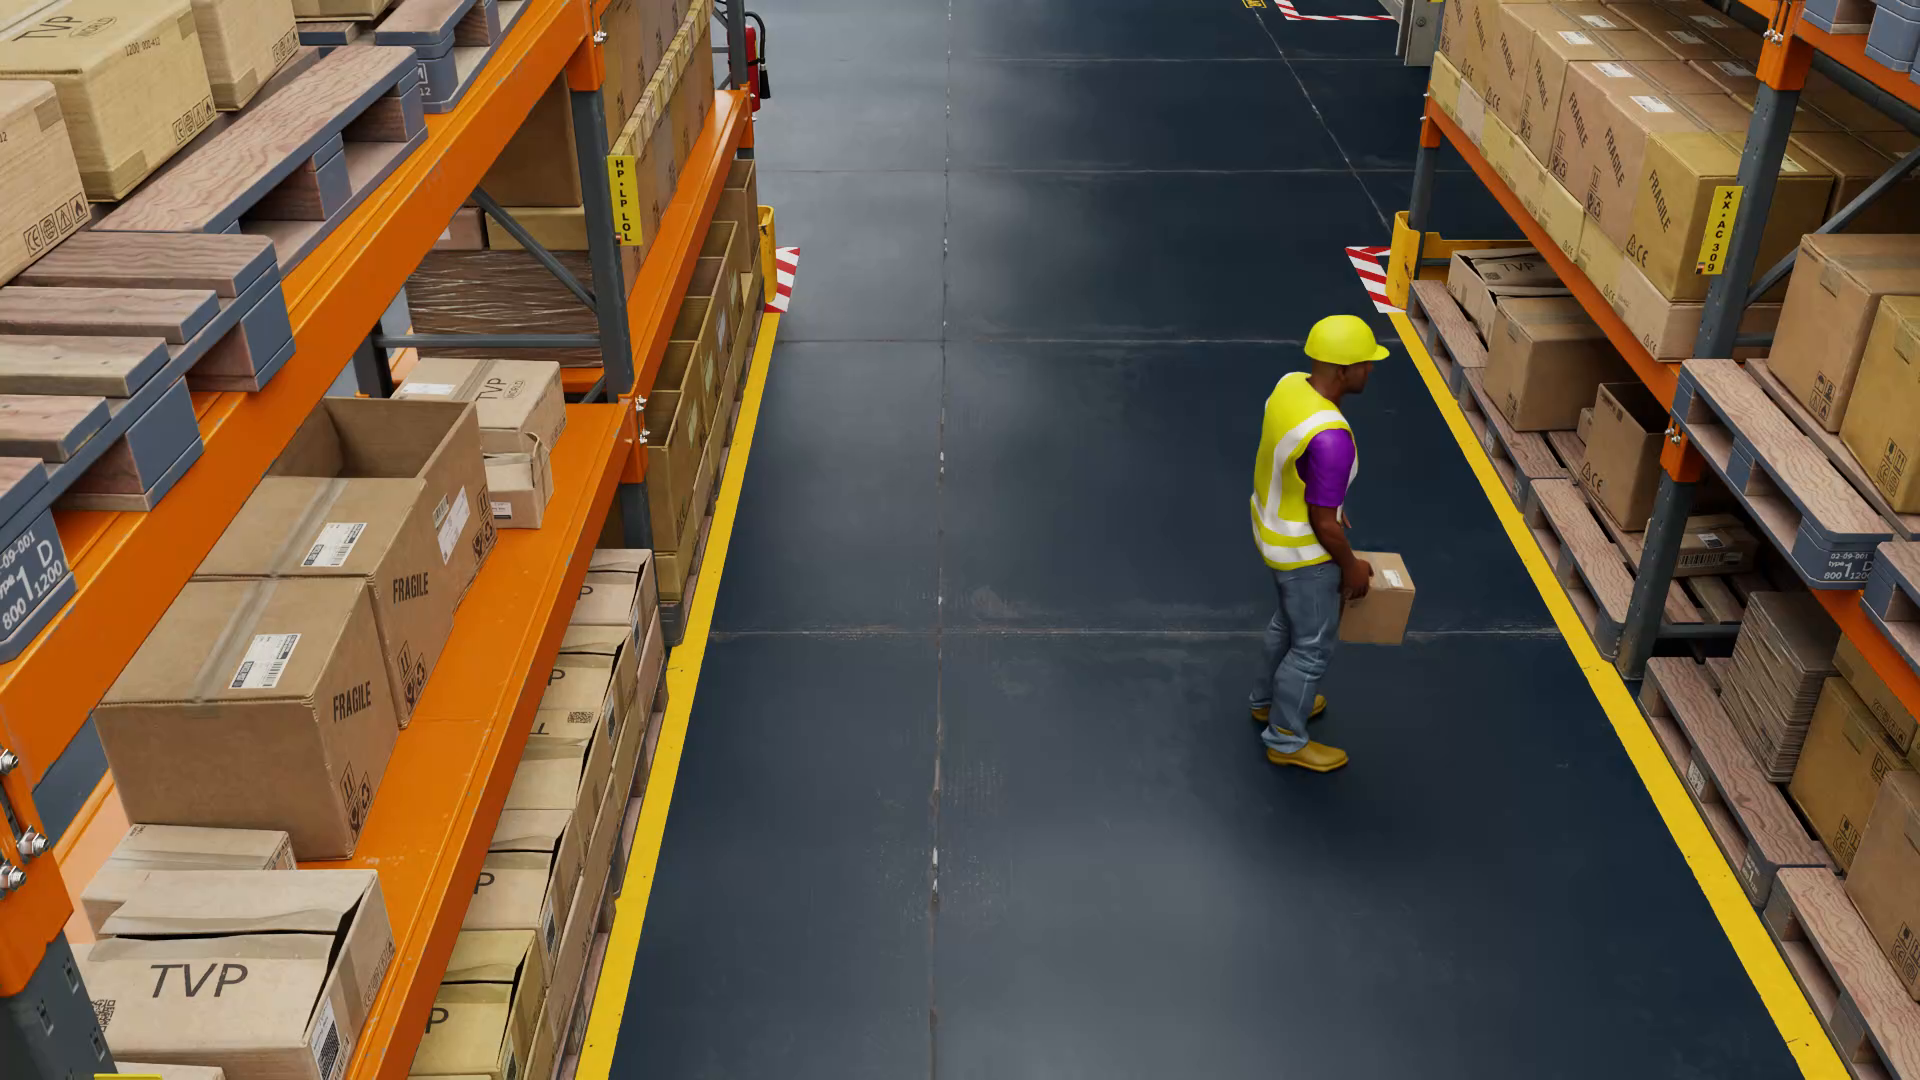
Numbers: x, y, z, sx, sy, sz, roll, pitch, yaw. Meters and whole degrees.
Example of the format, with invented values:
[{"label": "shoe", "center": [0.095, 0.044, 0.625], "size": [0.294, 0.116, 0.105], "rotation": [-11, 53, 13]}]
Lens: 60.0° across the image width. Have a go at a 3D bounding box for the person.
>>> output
[{"label": "person", "center": [1.275, 0.002, 6.109], "size": [0.419, 1.766, 0.586], "rotation": [-1, 31, -1]}]
